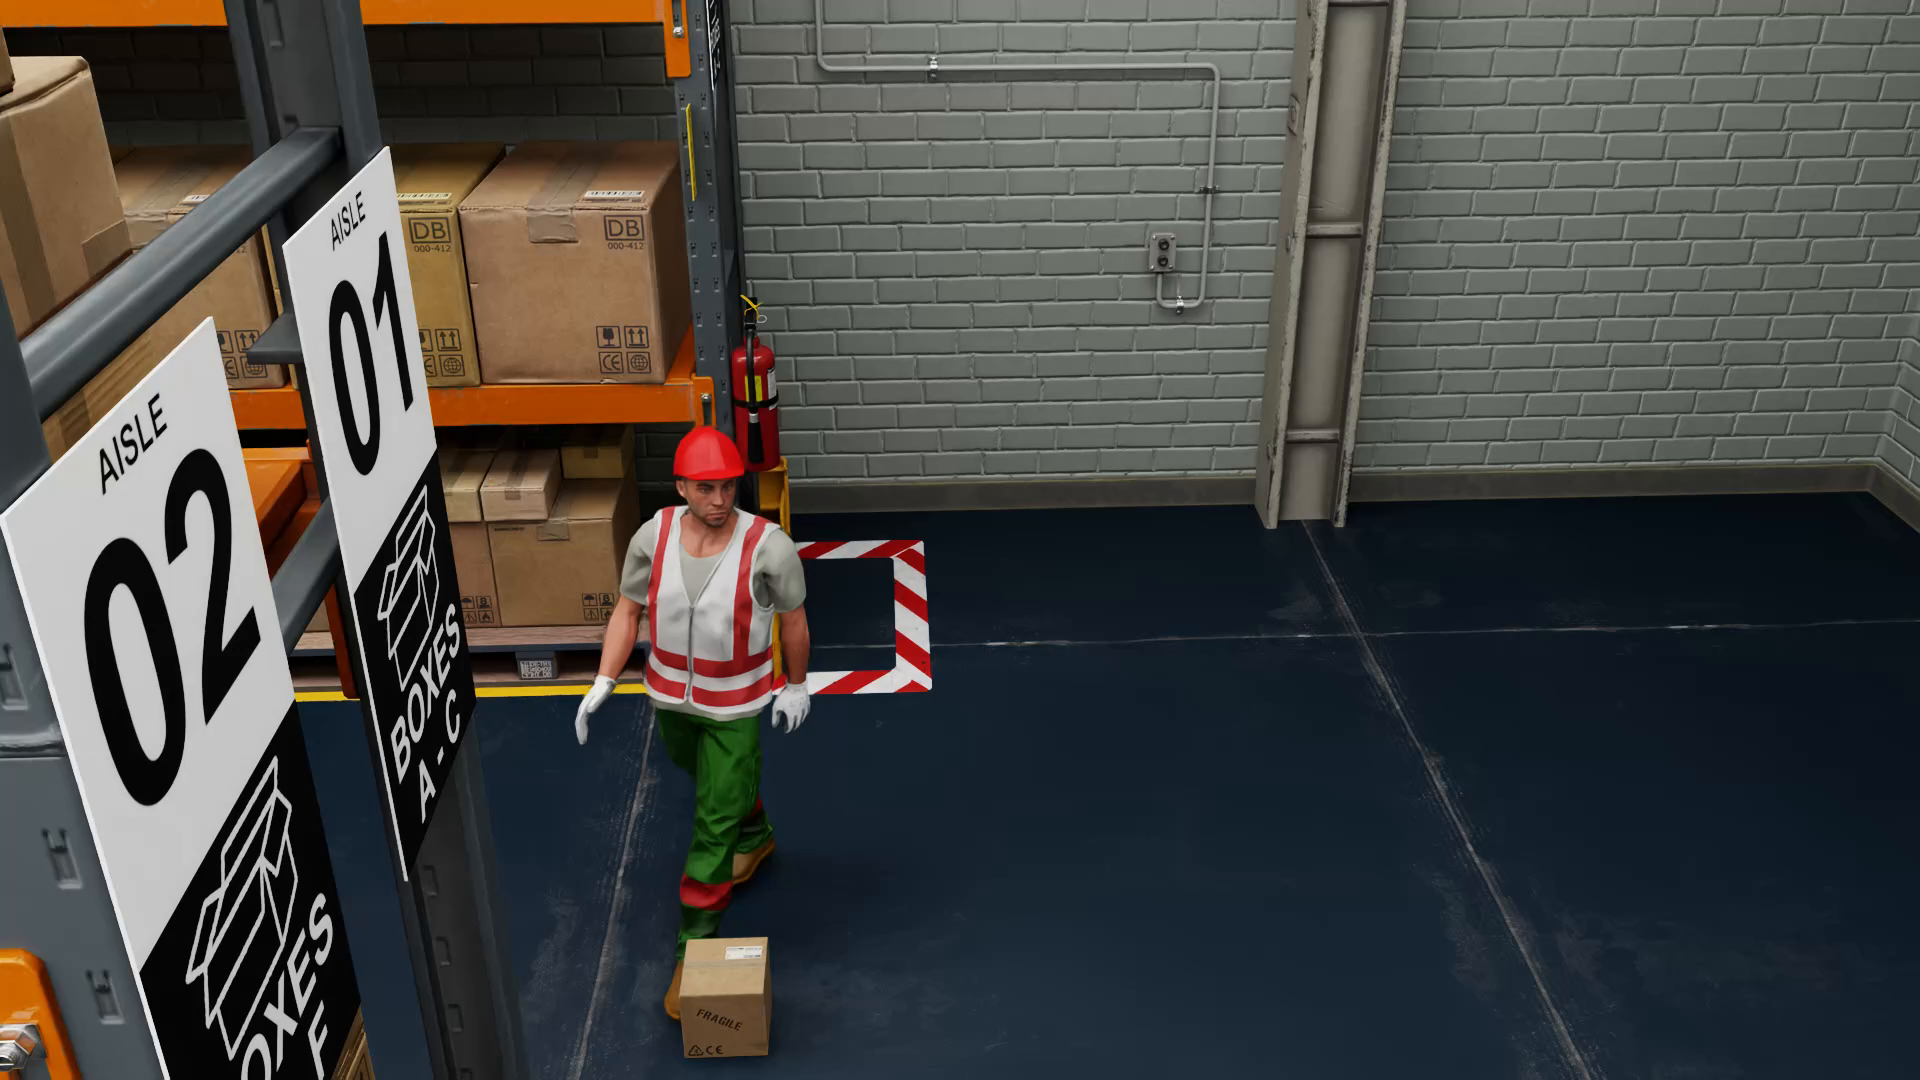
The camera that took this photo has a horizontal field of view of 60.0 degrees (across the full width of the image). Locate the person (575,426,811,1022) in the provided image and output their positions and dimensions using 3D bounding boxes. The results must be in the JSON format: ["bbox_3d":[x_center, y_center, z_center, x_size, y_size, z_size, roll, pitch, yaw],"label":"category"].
[{"bbox_3d":[-0.813,0.520,5.084,0.585,1.745,0.939,8,28,15],"label":"person"}]
